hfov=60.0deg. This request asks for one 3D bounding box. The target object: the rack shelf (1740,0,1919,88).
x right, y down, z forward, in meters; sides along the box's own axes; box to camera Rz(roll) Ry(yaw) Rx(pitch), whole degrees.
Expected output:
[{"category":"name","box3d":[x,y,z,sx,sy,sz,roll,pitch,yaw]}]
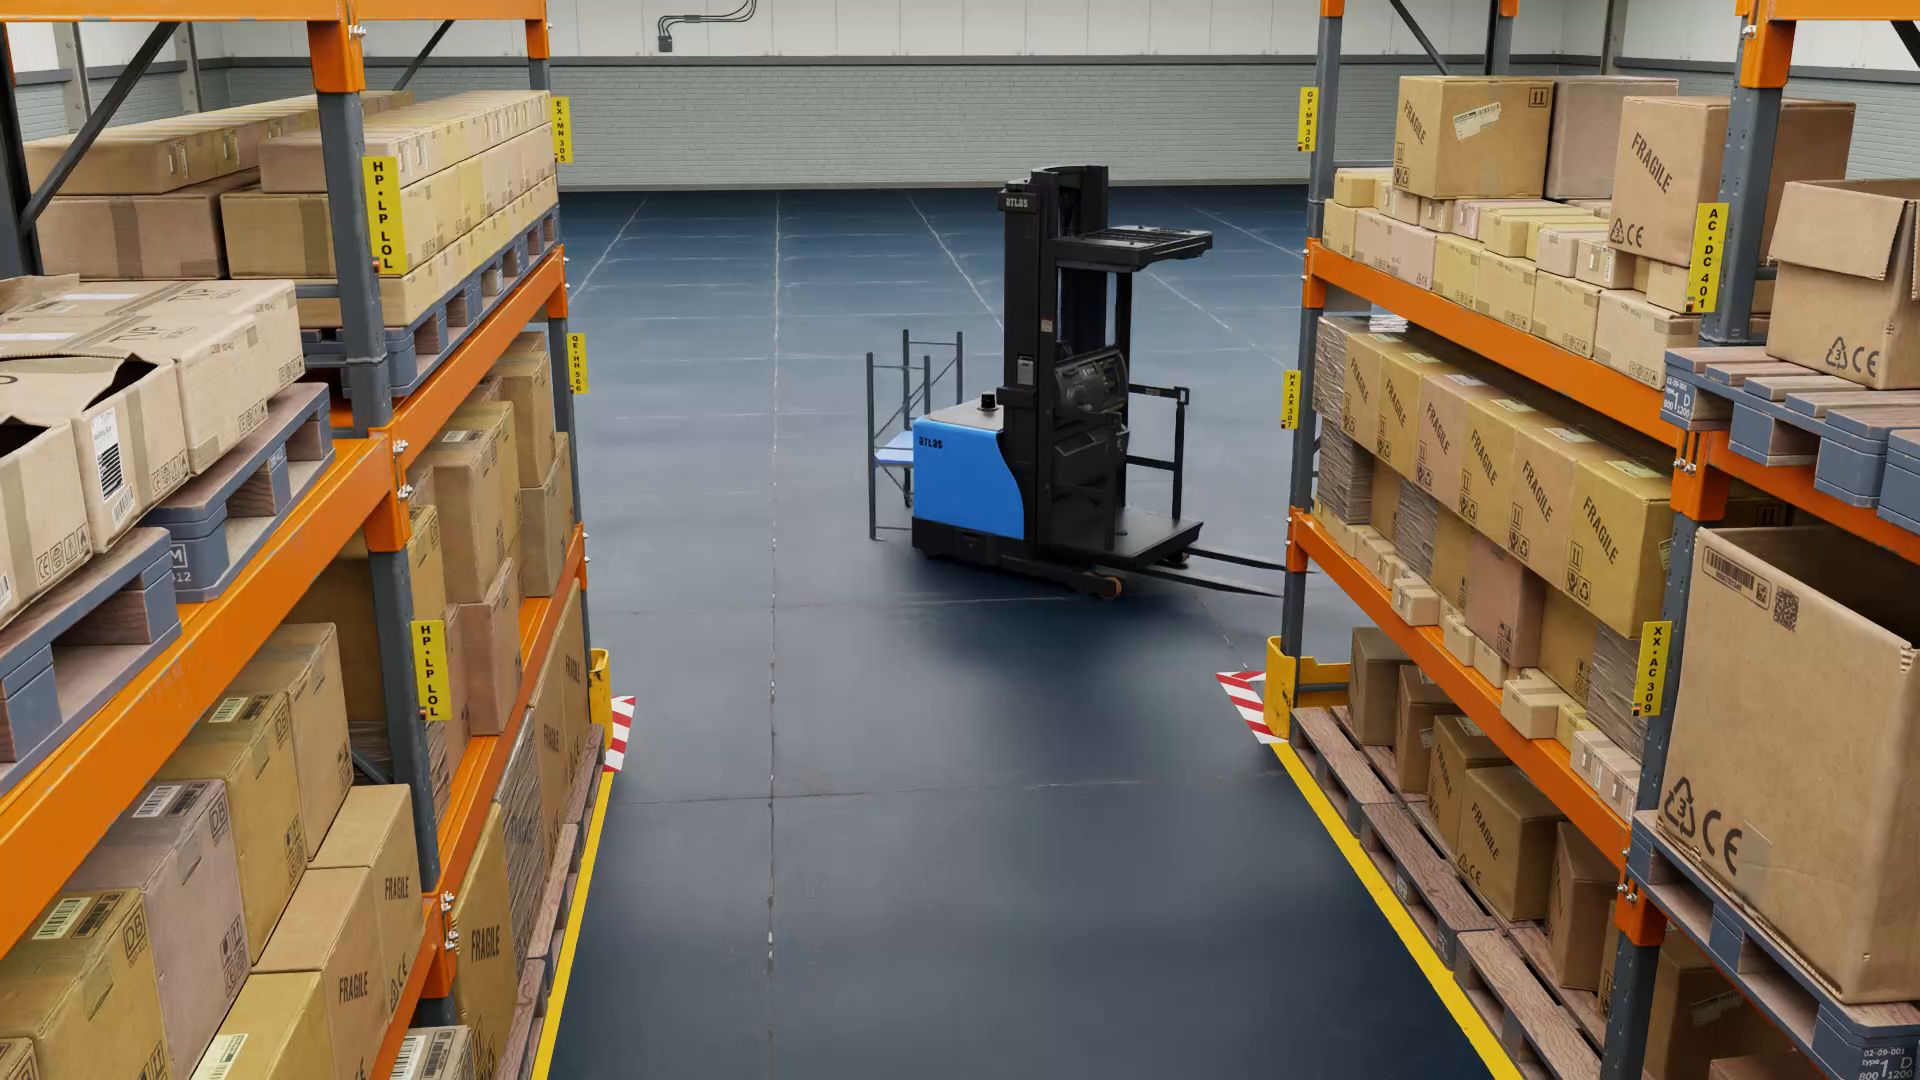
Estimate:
[{"category":"rack shelf","box3d":[2.991,-0.920,2.952,1.077,0.370,4.000,-2,18,-6]}]

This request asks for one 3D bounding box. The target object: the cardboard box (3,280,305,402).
[{"category":"cardboard box","box3d":[-1.927,-0.466,4.029,0.500,0.250,0.500,-2,17,-5]}]

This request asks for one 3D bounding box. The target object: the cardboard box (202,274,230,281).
[{"category":"cardboard box","box3d":[-2.541,-0.797,5.253,0.380,0.149,0.250,-1,17,-5]}]

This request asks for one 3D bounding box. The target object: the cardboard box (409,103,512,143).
[{"category":"cardboard box","box3d":[-2.069,-1.727,6.883,0.380,0.149,0.250,-2,18,-6]}]

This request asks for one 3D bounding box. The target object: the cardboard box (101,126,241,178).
[{"category":"cardboard box","box3d":[-2.565,-1.253,5.374,0.380,0.149,0.250,-2,18,-6]}]

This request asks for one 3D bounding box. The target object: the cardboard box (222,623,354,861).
[{"category":"cardboard box","box3d":[-2.102,0.559,4.553,0.700,0.500,0.500,-2,18,-7]}]

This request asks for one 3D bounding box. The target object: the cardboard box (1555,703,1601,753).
[{"category":"cardboard box","box3d":[2.488,0.726,6.275,0.380,0.149,0.250,-2,18,-6]}]

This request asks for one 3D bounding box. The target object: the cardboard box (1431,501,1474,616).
[{"category":"cardboard box","box3d":[2.621,0.041,7.376,0.875,0.500,0.500,-2,18,-6]}]

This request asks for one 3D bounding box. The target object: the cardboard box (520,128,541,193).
[{"category":"cardboard box","box3d":[-2.193,-1.719,7.524,0.500,0.250,0.500,-2,18,-6]}]

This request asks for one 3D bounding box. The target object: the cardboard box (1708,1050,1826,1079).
[{"category":"cardboard box","box3d":[2.827,1.979,5.305,0.700,0.500,0.500,-3,18,-10]}]

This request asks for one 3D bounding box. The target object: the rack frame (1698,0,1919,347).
[{"category":"rack frame","box3d":[2.785,-2.050,4.682,1.000,3.000,0.127,-2,18,-6]}]

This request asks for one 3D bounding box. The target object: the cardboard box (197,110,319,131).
[{"category":"cardboard box","box3d":[-2.671,-1.556,6.337,0.380,0.149,0.250,-2,17,-5]}]

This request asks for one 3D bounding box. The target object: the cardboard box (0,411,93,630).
[{"category":"cardboard box","box3d":[-1.707,-0.034,2.550,0.500,0.311,0.500,-2,18,-7]}]

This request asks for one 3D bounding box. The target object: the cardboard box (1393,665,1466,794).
[{"category":"cardboard box","box3d":[2.516,0.977,8.530,0.500,0.500,0.500,3,18,9]}]

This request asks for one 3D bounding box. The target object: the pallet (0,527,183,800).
[{"category":"pallet","box3d":[-1.984,0.263,2.639,1.003,0.211,1.213,-1,17,-3]}]

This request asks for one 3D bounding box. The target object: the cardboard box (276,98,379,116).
[{"category":"cardboard box","box3d":[-2.777,-1.860,7.307,0.380,0.149,0.250,-2,17,-5]}]

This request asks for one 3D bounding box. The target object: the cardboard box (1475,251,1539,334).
[{"category":"cardboard box","box3d":[2.377,-0.982,6.541,0.500,0.250,0.500,-2,18,-6]}]

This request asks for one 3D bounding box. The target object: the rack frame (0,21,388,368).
[{"category":"rack frame","box3d":[-2.159,-1.927,4.290,1.000,3.000,0.127,-2,18,-6]}]

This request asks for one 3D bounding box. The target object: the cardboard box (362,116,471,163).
[{"category":"cardboard box","box3d":[-1.966,-1.427,5.926,0.380,0.149,0.250,-2,17,-5]}]

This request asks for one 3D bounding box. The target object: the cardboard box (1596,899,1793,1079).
[{"category":"cardboard box","box3d":[2.783,1.684,6.276,0.500,0.500,0.500,-2,18,-7]}]

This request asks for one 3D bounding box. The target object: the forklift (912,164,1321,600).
[{"category":"forklift","box3d":[1.125,-1.150,11.947,3.031,2.935,1.130,12,21,34]}]

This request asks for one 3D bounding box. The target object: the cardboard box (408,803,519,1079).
[{"category":"cardboard box","box3d":[-2.154,1.560,6.048,0.875,0.875,0.875,-2,17,-5]}]

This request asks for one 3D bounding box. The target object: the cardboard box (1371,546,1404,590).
[{"category":"cardboard box","box3d":[2.247,0.132,8.170,0.380,0.149,0.250,-2,18,-6]}]

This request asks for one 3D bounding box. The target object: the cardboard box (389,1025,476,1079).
[{"category":"cardboard box","box3d":[-2.006,1.991,4.883,1.050,0.750,0.750,-2,18,-6]}]

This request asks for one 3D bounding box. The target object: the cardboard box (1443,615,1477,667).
[{"category":"cardboard box","box3d":[2.330,0.430,7.219,0.380,0.149,0.250,-2,18,-6]}]

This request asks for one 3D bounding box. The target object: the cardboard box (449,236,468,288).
[{"category":"cardboard box","box3d":[-1.937,-0.969,5.798,0.380,0.149,0.250,-2,18,-7]}]

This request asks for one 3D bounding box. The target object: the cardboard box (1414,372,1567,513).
[{"category":"cardboard box","box3d":[2.313,-0.427,7.195,0.500,0.500,0.500,-2,18,-6]}]

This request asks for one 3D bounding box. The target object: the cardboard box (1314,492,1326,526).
[{"category":"cardboard box","box3d":[2.164,-0.167,9.121,0.380,0.149,0.250,-2,18,-6]}]

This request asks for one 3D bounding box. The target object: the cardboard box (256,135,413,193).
[{"category":"cardboard box","box3d":[-1.859,-1.123,4.959,0.380,0.149,0.250,-2,18,-5]}]

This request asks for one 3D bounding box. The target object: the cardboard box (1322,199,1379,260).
[{"category":"cardboard box","box3d":[2.165,-1.587,8.468,0.500,0.250,0.500,-1,17,-4]}]

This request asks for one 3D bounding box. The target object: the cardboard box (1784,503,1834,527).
[{"category":"cardboard box","box3d":[2.991,0.004,5.824,0.500,0.500,0.500,-2,18,-6]}]

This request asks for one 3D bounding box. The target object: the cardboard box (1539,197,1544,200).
[{"category":"cardboard box","box3d":[2.710,-1.545,7.667,0.380,0.149,0.250,-2,17,-5]}]

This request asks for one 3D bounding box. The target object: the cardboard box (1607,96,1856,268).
[{"category":"cardboard box","box3d":[2.485,-1.173,5.399,0.500,0.500,0.500,-2,18,-7]}]

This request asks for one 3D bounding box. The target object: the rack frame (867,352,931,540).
[{"category":"rack frame","box3d":[-0.471,-0.707,12.924,0.500,1.500,0.032,4,18,13]}]

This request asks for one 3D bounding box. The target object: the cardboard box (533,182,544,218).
[{"category":"cardboard box","box3d":[-2.148,-1.575,7.730,0.380,0.149,0.250,-2,17,-5]}]

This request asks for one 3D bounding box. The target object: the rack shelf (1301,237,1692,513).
[{"category":"rack shelf","box3d":[2.578,-0.871,7.137,1.077,0.370,4.000,-2,18,-6]}]

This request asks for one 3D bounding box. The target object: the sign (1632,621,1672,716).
[{"category":"sign","box3d":[2.246,0.419,5.391,0.100,0.325,0.005,-2,18,-6]}]

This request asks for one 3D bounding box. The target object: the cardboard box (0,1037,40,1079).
[{"category":"cardboard box","box3d":[-1.892,1.165,2.622,0.700,0.500,0.500,-2,18,-6]}]

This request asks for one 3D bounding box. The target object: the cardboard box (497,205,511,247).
[{"category":"cardboard box","box3d":[-2.044,-1.272,6.766,0.380,0.149,0.250,-2,17,-5]}]

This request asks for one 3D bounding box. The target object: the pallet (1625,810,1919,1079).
[{"category":"pallet","box3d":[2.719,1.136,4.870,1.003,0.211,1.213,-2,18,-6]}]

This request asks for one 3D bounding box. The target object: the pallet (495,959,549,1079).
[{"category":"pallet","box3d":[-2.160,2.037,6.336,1.003,0.211,1.213,-2,18,-6]}]

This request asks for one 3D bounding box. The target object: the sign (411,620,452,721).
[{"category":"sign","box3d":[-1.620,0.401,5.090,0.100,0.325,0.005,-2,18,-6]}]

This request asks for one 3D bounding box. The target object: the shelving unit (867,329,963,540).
[{"category":"shelving unit","box3d":[-0.347,-0.854,13.395,0.538,1.500,1.048,4,18,13]}]

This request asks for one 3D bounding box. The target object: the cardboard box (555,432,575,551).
[{"category":"cardboard box","box3d":[-2.488,-0.218,8.615,0.875,0.550,0.550,-2,18,-6]}]

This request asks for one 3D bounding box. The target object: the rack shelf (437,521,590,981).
[{"category":"rack shelf","box3d":[-2.365,0.683,7.195,1.077,0.370,4.000,-2,18,-6]}]

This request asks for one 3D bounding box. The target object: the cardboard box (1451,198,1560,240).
[{"category":"cardboard box","box3d":[2.343,-1.378,7.137,0.380,0.149,0.250,-2,18,-6]}]

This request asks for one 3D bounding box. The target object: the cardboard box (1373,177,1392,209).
[{"category":"cardboard box","box3d":[2.250,-1.688,8.123,0.380,0.149,0.250,-2,18,-7]}]

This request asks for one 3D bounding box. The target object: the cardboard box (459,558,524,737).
[{"category":"cardboard box","box3d":[-2.227,0.427,6.559,0.875,0.550,0.550,-2,18,-6]}]

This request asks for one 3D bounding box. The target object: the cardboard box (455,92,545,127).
[{"category":"cardboard box","box3d":[-2.175,-2.032,7.852,0.380,0.149,0.250,-2,18,-5]}]

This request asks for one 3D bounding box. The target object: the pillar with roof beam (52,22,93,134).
[{"category":"pillar with roof beam","box3d":[-11.440,-9.829,29.461,9.100,9.000,0.400,-2,18,-6]}]

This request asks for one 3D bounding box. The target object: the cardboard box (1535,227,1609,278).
[{"category":"cardboard box","box3d":[2.361,-1.061,6.126,0.380,0.149,0.250,-2,18,-7]}]

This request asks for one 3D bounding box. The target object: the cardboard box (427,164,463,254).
[{"category":"cardboard box","box3d":[-1.985,-1.118,5.610,0.500,0.250,0.500,-2,18,-6]}]

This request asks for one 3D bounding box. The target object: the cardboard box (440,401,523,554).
[{"category":"cardboard box","box3d":[-2.317,-0.245,6.897,0.875,0.550,0.500,-2,18,-6]}]

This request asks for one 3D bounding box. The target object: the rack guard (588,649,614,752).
[{"category":"rack guard","box3d":[-2.574,0.929,9.382,1.175,0.500,0.348,-2,18,-6]}]
